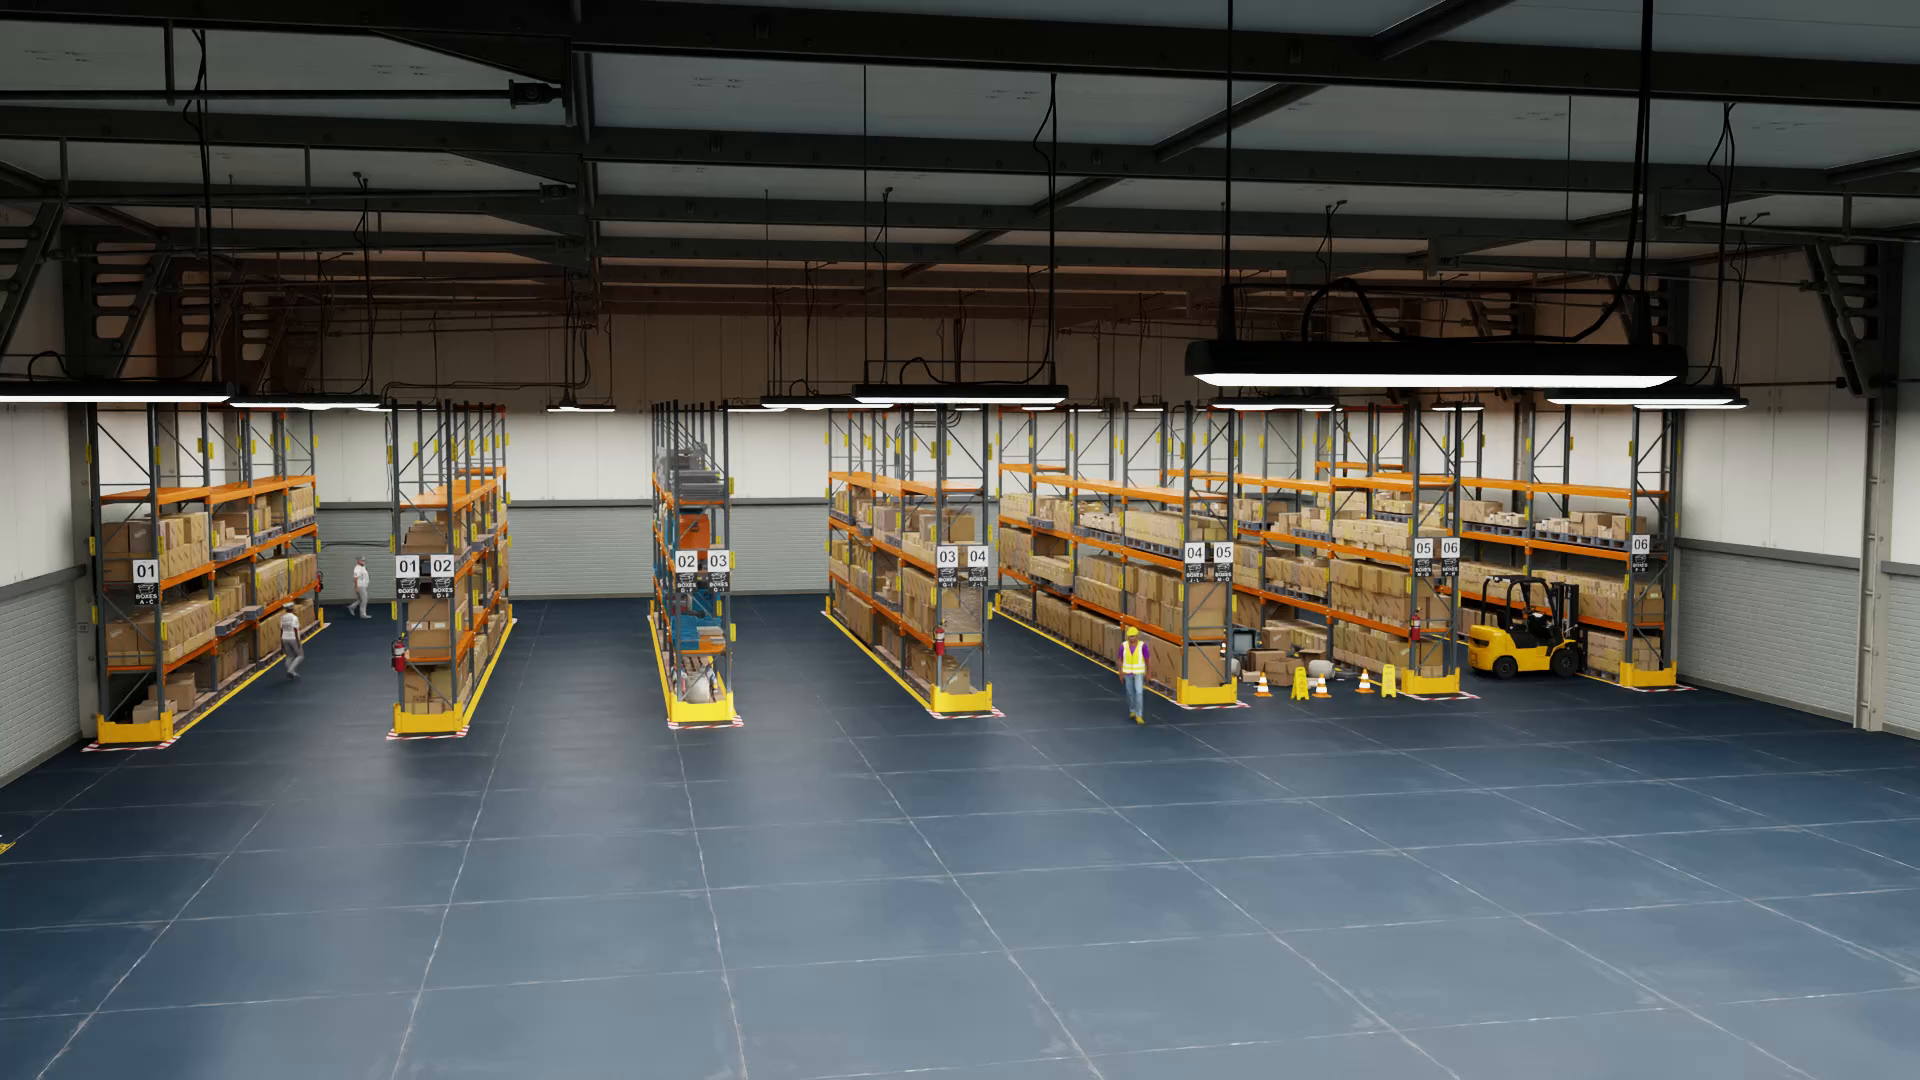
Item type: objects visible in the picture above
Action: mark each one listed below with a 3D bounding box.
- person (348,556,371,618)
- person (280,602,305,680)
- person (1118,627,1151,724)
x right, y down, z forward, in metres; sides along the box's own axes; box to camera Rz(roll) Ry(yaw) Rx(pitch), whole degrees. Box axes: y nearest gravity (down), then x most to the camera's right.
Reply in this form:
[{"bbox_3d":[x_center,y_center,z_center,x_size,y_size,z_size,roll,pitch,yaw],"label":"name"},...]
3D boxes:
[{"bbox_3d":[-16.871,1.312,46.674,0.683,1.753,0.524,-1,4,-8],"label":"person"},{"bbox_3d":[-14.453,2.185,35.864,0.505,1.671,0.495,1,4,14],"label":"person"},{"bbox_3d":[3.229,2.496,31.045,0.606,1.739,0.831,1,5,18],"label":"person"}]
